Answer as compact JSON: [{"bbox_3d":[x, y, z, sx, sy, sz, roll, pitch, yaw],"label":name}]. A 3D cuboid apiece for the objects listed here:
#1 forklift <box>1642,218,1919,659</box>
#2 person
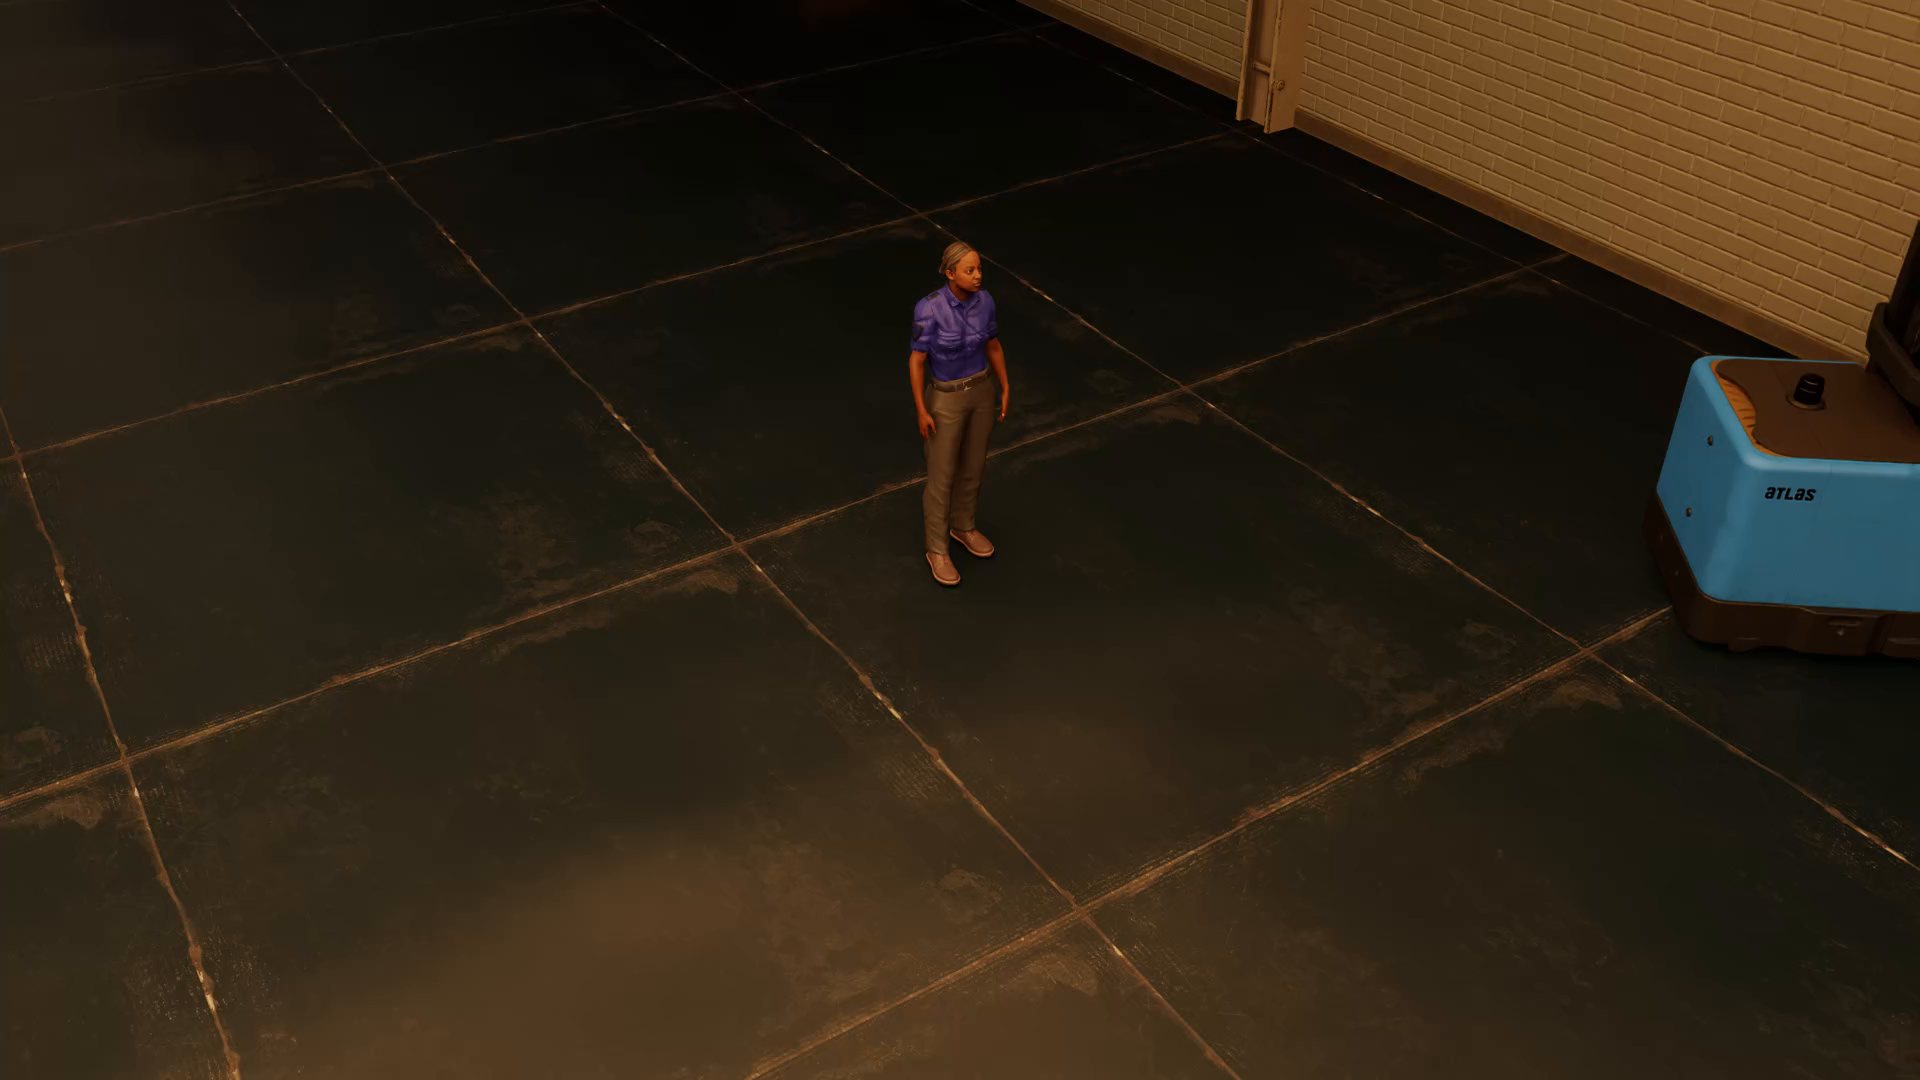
[{"bbox_3d":[5.020,-0.872,7.389,3.031,2.935,1.130,3,35,5],"label":"forklift"},{"bbox_3d":[0.032,-0.634,8.149,0.570,1.656,0.503,-21,40,-27],"label":"person"}]
